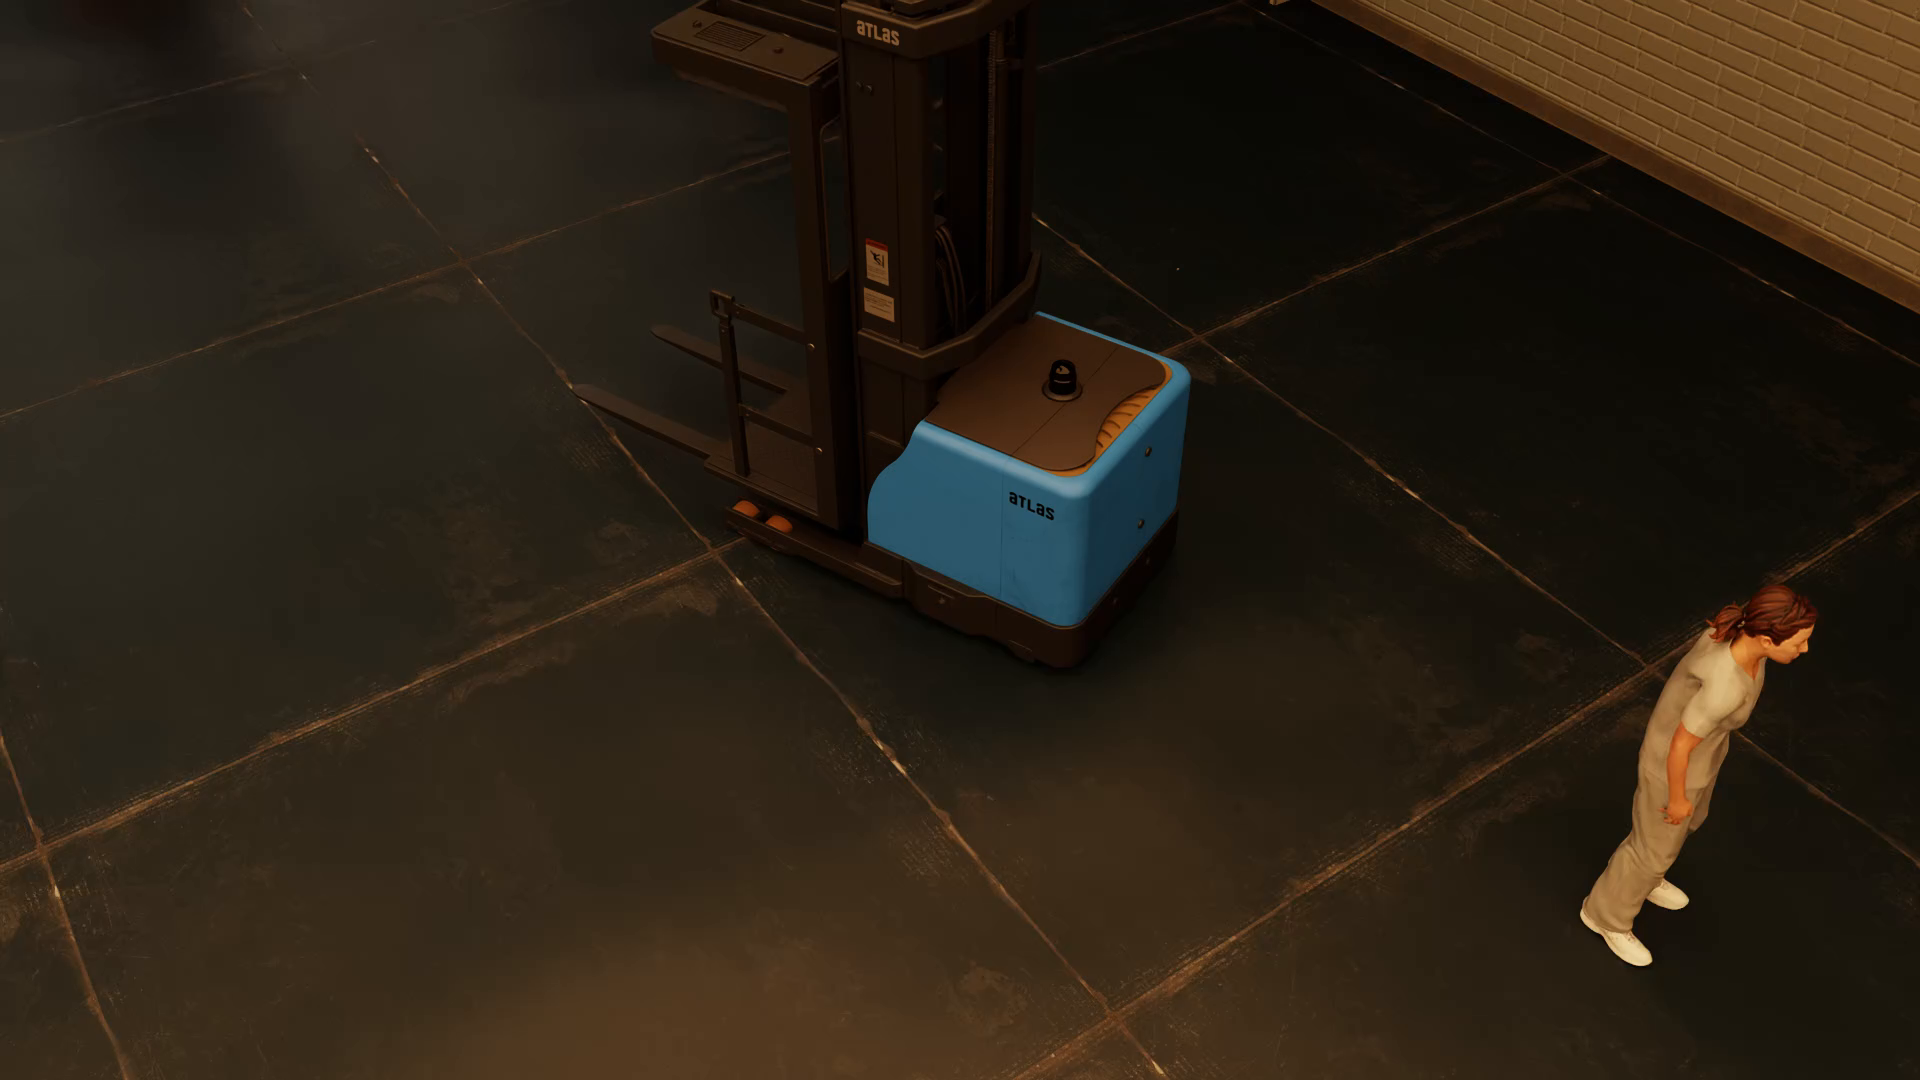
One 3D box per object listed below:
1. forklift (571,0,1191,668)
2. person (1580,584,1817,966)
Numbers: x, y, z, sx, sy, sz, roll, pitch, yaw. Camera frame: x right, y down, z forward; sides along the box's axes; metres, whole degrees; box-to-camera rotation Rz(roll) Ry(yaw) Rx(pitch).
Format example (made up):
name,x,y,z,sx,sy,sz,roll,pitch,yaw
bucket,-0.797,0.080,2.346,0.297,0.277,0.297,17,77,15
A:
name,x,y,z,sx,sy,sz,roll,pitch,yaw
forklift,-0.511,-1.302,7.129,3.031,2.935,1.130,24,48,24
person,2.552,0.784,5.795,0.365,1.671,0.507,27,49,26
